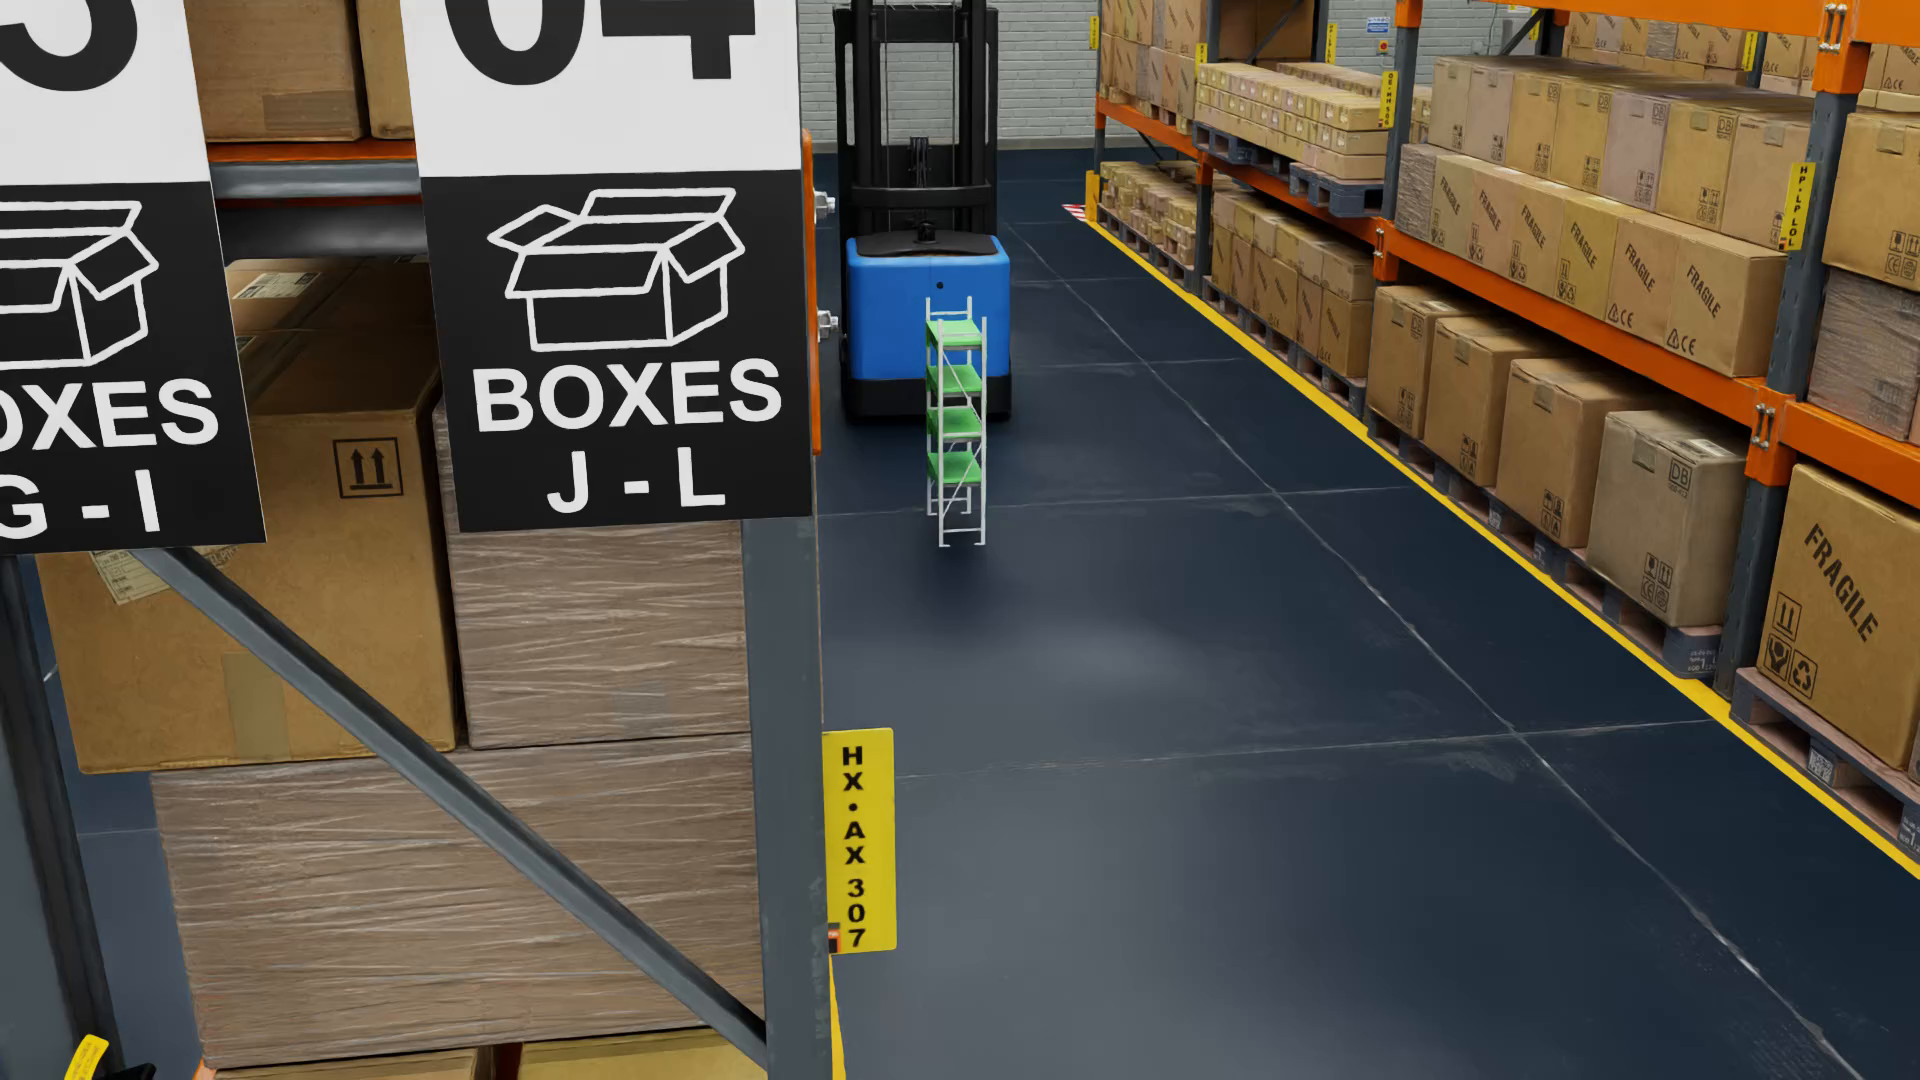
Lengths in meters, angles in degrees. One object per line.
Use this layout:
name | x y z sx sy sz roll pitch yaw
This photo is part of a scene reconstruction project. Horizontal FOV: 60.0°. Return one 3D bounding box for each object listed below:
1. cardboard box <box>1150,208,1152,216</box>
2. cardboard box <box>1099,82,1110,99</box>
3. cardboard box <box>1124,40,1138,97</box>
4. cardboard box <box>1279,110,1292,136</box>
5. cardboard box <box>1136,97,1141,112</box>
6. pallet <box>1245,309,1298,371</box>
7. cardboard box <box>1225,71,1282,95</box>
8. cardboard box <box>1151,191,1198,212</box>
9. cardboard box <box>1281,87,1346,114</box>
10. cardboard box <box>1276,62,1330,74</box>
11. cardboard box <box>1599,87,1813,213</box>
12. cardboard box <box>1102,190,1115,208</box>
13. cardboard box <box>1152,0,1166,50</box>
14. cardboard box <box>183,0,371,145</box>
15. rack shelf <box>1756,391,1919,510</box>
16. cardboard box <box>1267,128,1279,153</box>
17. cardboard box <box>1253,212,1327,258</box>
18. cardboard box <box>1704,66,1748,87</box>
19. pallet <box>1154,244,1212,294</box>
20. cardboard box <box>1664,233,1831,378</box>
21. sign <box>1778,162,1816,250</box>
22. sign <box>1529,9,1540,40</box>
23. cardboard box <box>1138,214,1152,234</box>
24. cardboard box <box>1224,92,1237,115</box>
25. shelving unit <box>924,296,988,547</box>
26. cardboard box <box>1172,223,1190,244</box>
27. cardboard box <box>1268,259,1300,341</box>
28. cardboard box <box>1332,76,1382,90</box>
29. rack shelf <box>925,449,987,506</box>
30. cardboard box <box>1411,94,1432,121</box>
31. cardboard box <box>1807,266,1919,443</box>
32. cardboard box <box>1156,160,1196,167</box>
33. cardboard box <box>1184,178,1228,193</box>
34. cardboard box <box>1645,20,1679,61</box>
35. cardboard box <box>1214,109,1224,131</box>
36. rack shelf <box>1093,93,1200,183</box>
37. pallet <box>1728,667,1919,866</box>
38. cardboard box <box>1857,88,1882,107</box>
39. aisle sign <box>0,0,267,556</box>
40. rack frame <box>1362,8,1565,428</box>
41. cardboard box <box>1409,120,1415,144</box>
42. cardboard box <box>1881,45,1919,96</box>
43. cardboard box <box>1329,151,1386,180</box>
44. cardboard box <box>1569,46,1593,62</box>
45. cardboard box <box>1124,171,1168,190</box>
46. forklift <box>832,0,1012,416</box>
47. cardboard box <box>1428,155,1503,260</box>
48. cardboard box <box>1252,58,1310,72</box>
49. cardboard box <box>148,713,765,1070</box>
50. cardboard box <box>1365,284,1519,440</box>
cardboard box | 2.045 -3.191 16.022 0.380 0.149 0.250 -2 21 -5
cardboard box | 1.668 -4.684 17.328 0.380 0.149 0.250 -3 21 -8
cardboard box | 1.898 -4.593 16.158 0.500 0.500 0.500 -3 21 -7
cardboard box | 2.427 -2.883 11.482 0.380 0.149 0.250 -3 21 -8
cardboard box | 1.927 -4.237 16.132 0.380 0.149 0.250 -3 21 -9
pallet | 2.815 -1.546 12.554 1.003 0.211 1.213 -3 21 -8
cardboard box | 2.238 -3.472 12.633 0.380 0.149 0.250 -3 21 -8
cardboard box | 2.004 -3.150 15.488 0.380 0.149 0.250 -4 21 -10
cardboard box | 2.432 -3.018 11.419 0.380 0.149 0.250 -3 21 -8
cardboard box | 2.773 -3.774 13.442 0.380 0.149 0.250 -2 21 -5
cardboard box | 3.450 -1.815 7.717 0.700 0.500 0.500 -3 21 -7
cardboard box | 1.704 -3.594 17.526 0.380 0.149 0.250 -2 21 -7
cardboard box | 2.047 -4.706 15.031 0.500 0.500 0.500 -2 21 -6
cardboard box | -0.991 -0.664 2.135 0.500 0.250 0.500 -2 21 -6
rack shelf | 3.964 0.254 4.777 1.077 0.370 4.000 -3 21 -8
cardboard box | 2.393 -2.831 11.768 0.380 0.149 0.250 -2 21 -6
cardboard box | 2.516 -2.292 12.466 0.500 0.250 0.500 -2 21 -6
cardboard box | 7.086 -4.024 15.061 0.500 0.500 0.500 -3 21 -7
pallet | 2.391 -2.470 15.027 1.003 0.211 1.213 -3 21 -8
cardboard box | 3.336 -0.989 6.935 0.500 0.500 0.500 -3 21 -8
sign | 3.140 -1.250 6.234 0.100 0.325 0.005 -3 21 -8
sign | 6.279 -5.632 18.157 0.100 0.325 0.005 -3 21 -8
cardboard box | 1.941 -3.059 16.093 0.380 0.149 0.250 -3 21 -8
cardboard box | 2.239 -3.335 12.692 0.380 0.149 0.250 -4 21 -10
shelving unit | -0.024 -0.619 8.660 0.258 1.200 0.503 -3 21 -8
cardboard box | 2.111 -2.732 14.793 0.380 0.149 0.250 -4 21 -10
cardboard box | 2.582 -1.763 12.121 0.500 0.500 0.500 -4 21 -10
cardboard box | 2.960 -3.323 12.233 0.380 0.149 0.250 -4 21 -10
rack shelf | -0.024 -0.335 8.766 0.258 0.148 0.480 -3 21 -8
cardboard box | 3.152 -2.866 11.011 0.380 0.149 0.250 -3 21 -8
cardboard box | 3.741 -0.718 6.138 0.875 0.550 0.550 -3 21 -8
cardboard box | 2.273 -3.900 17.494 0.380 0.149 0.250 -3 21 -7
cardboard box | 2.412 -3.446 16.281 0.380 0.149 0.250 -4 21 -10
cardboard box | 6.917 -4.846 15.833 0.500 0.500 0.500 -3 21 -7
cardboard box | 2.202 -3.282 12.976 0.380 0.149 0.250 -3 21 -7
rack shelf | 2.234 -3.901 15.901 1.077 0.370 4.000 -3 21 -8
pallet | 3.708 0.798 6.277 1.003 0.211 1.213 -3 21 -8
cardboard box | 7.340 -3.472 13.225 0.500 0.250 0.500 -3 21 -7
aisle sign | -0.959 -0.357 1.668 0.394 0.787 0.004 -3 21 -8
rack frame | 3.099 -2.160 10.213 1.000 3.000 0.127 -3 21 -8
cardboard box | 3.145 -2.742 11.105 0.380 0.149 0.250 -4 21 -9
cardboard box | 7.436 -3.651 12.633 0.500 0.500 0.500 -3 21 -9
cardboard box | 2.573 -2.387 10.579 0.380 0.149 0.250 -3 21 -7
cardboard box | 6.715 -4.907 17.425 0.500 0.500 0.500 -3 21 -9
cardboard box | 1.871 -3.607 16.710 0.380 0.149 0.250 -4 21 -10
forklift | -0.312 -2.639 11.592 1.130 2.935 3.031 -2 21 -5
cardboard box | 2.973 -1.862 9.272 0.500 0.500 0.500 -3 21 -8
cardboard box | 2.700 -3.916 14.345 0.500 0.500 0.500 -3 21 -9
cardboard box | -0.723 0.447 2.665 0.875 0.500 0.500 -3 21 -8
cardboard box | 3.098 -1.088 9.957 1.050 0.750 0.750 -3 21 -8
